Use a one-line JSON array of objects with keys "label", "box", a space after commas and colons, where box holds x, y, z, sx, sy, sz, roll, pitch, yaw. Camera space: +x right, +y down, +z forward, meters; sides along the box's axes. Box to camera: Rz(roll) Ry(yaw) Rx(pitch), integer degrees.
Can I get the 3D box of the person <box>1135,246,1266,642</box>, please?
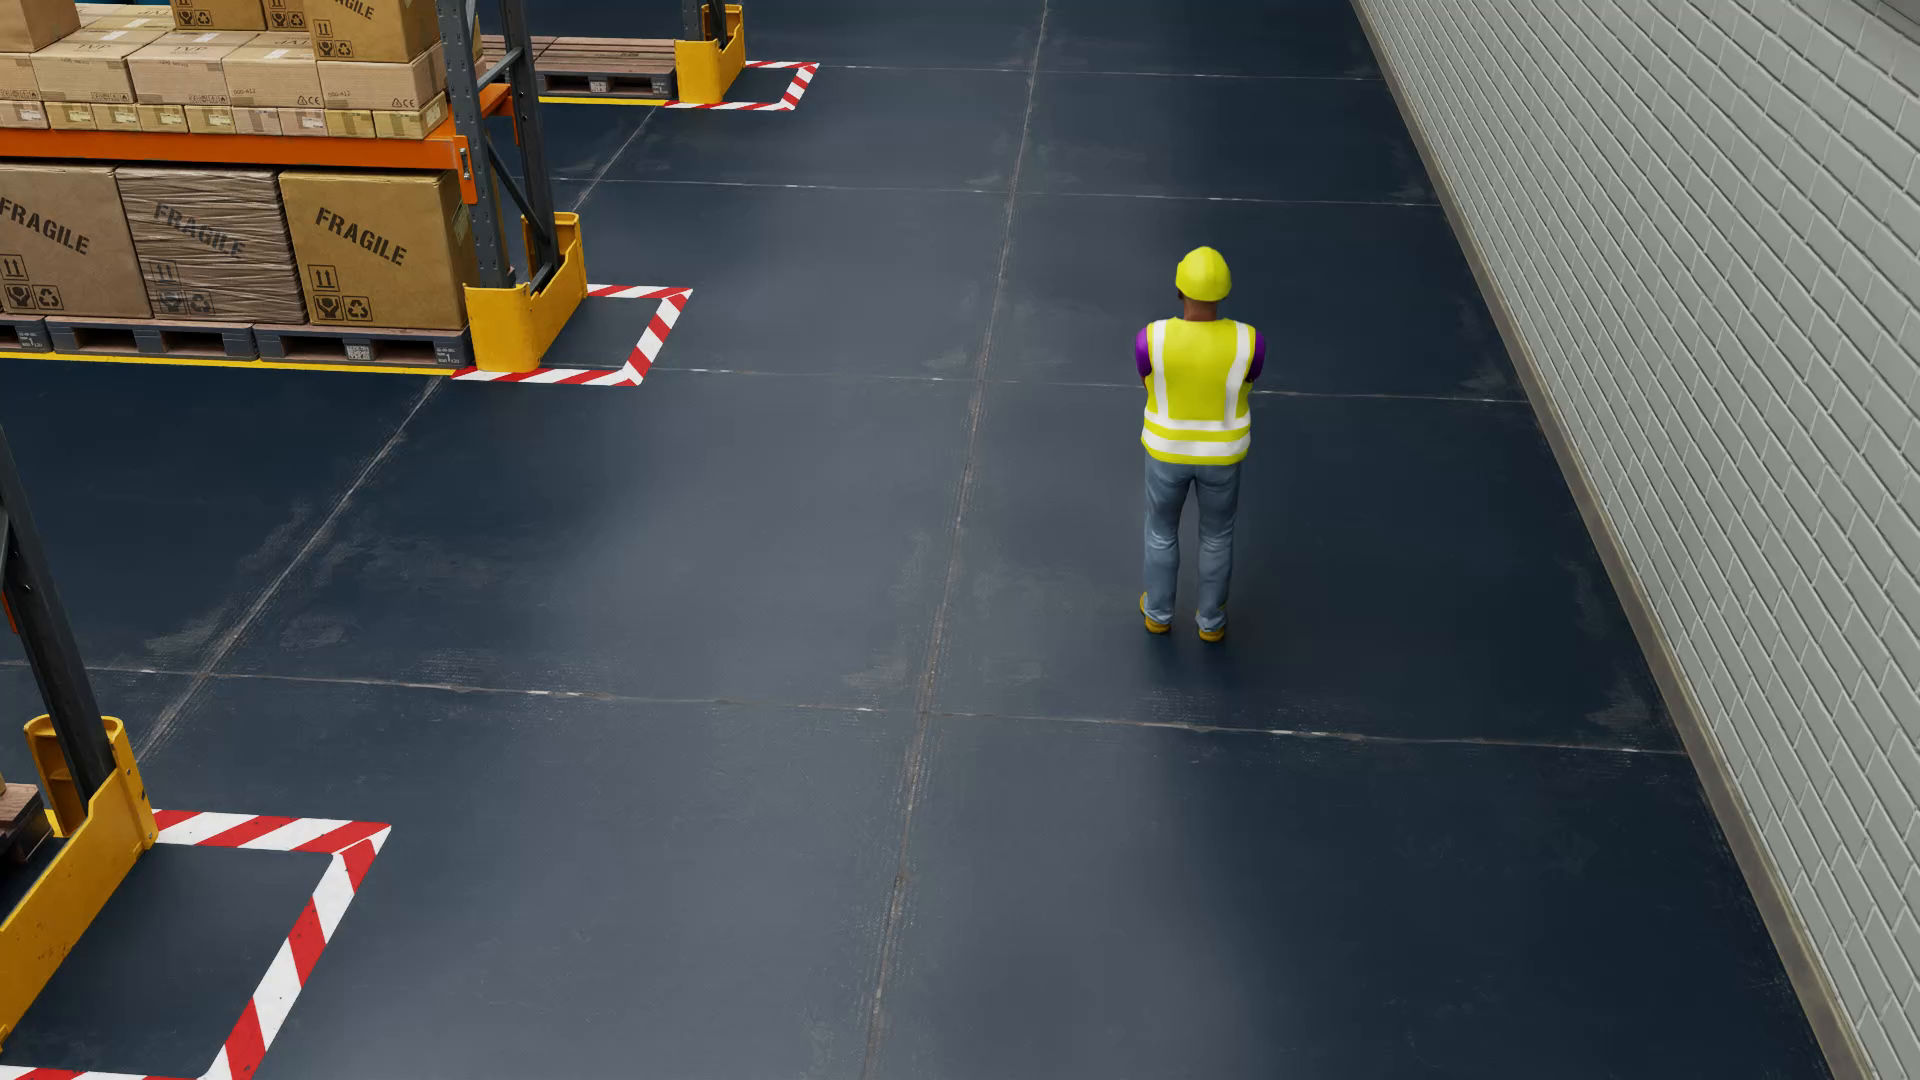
[{"label": "person", "box": [0.943, -0.416, 6.791, 0.503, 1.758, 0.577, 3, 32, 5]}]
